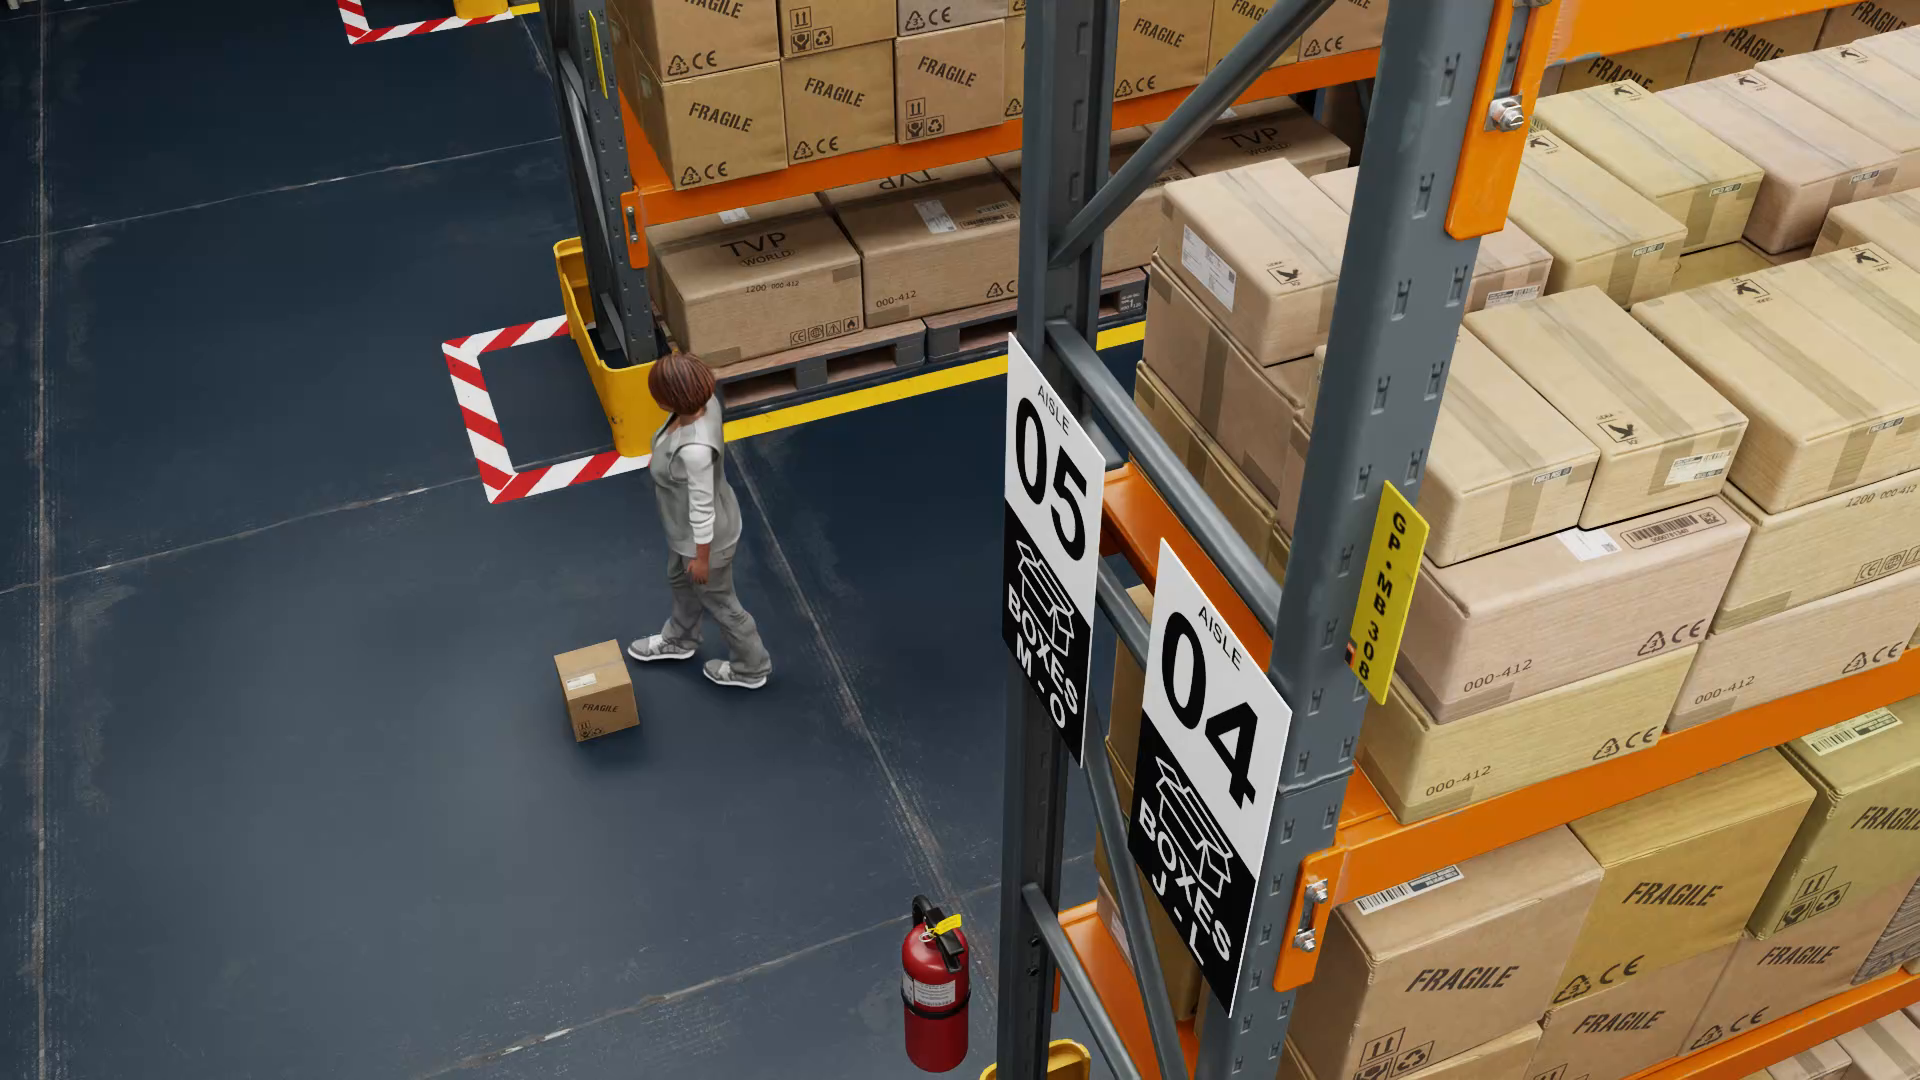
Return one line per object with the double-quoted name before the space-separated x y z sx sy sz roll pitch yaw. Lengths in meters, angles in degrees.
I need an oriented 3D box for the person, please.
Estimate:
"person" -1.049 -0.036 6.199 0.583 1.592 0.421 -5 43 -5
